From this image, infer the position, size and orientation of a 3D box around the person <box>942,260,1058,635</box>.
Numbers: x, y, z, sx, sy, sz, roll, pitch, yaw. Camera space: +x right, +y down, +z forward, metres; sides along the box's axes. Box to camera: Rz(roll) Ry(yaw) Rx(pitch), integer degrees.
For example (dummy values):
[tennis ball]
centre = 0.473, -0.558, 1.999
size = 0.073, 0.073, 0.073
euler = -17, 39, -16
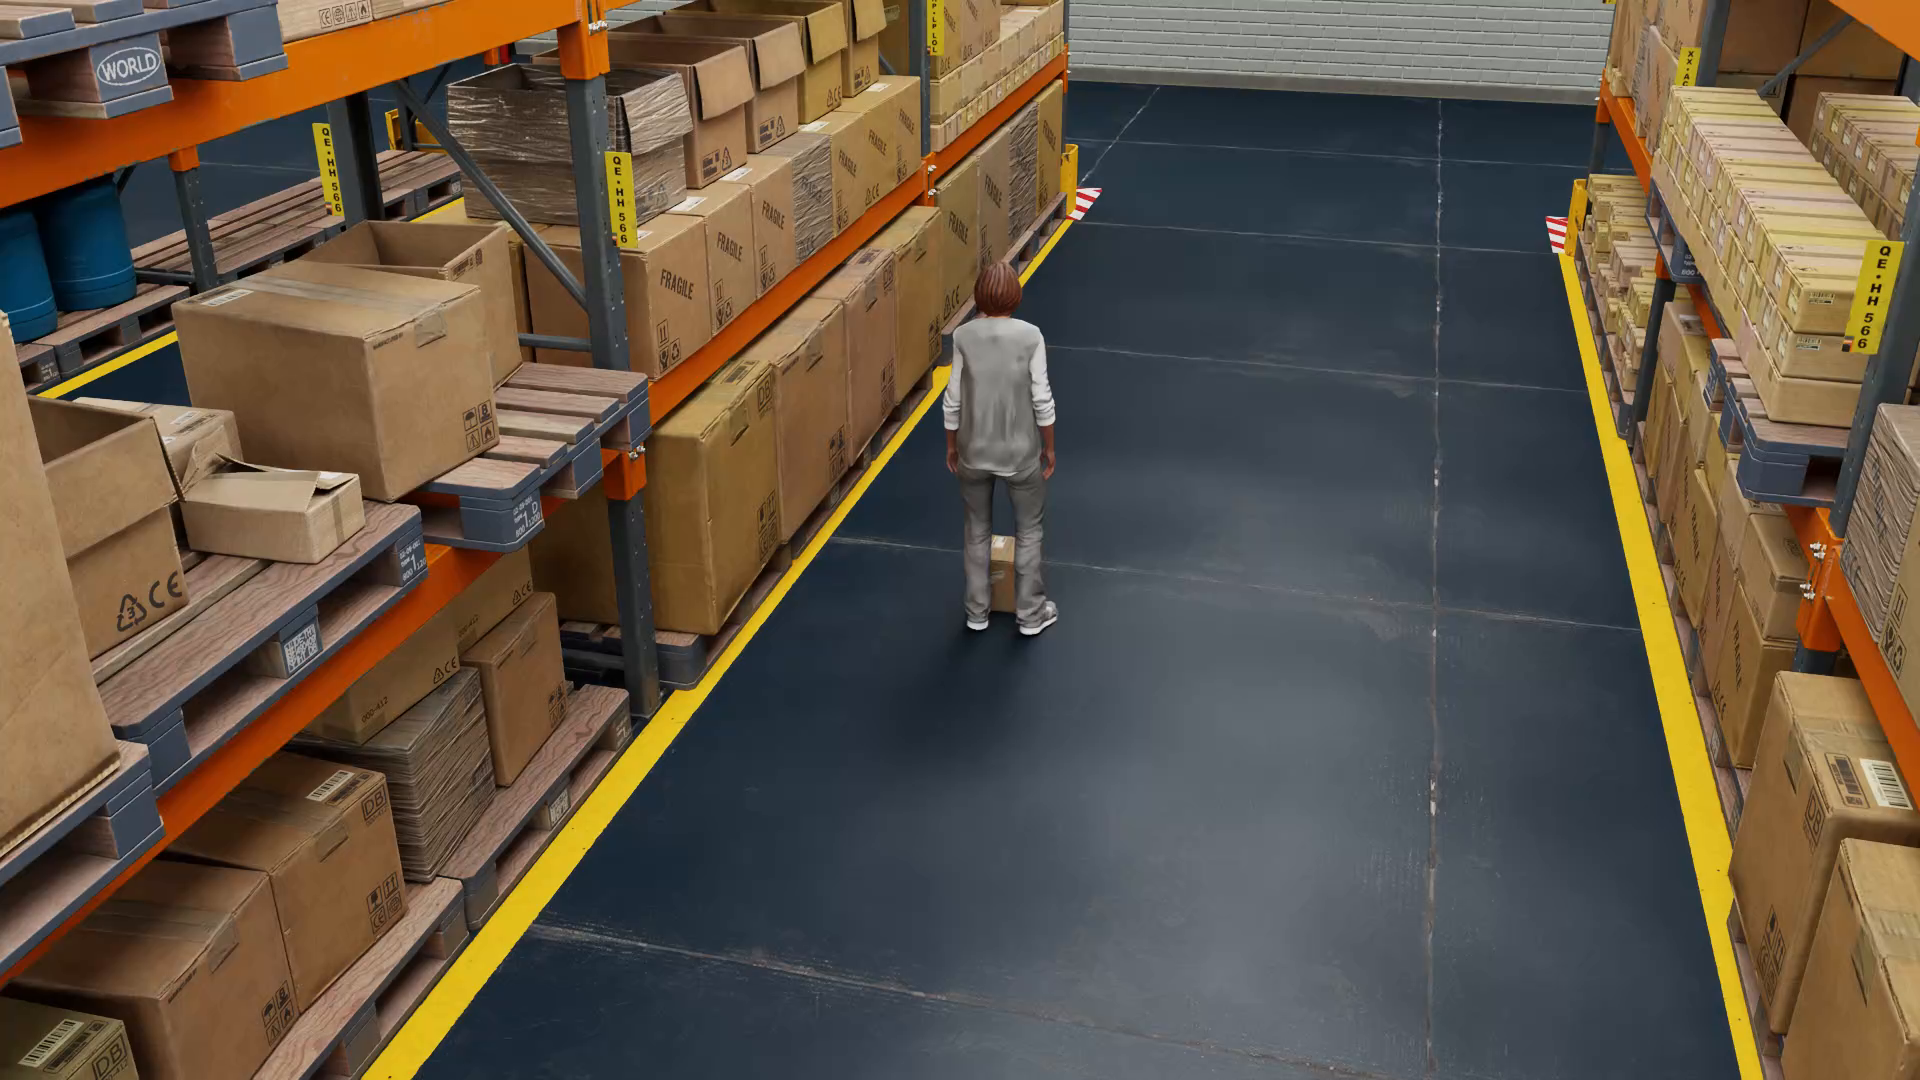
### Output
[person]
centre = 0.169, -0.353, 6.857
size = 0.484, 1.592, 0.347
euler = 5, 26, 10
